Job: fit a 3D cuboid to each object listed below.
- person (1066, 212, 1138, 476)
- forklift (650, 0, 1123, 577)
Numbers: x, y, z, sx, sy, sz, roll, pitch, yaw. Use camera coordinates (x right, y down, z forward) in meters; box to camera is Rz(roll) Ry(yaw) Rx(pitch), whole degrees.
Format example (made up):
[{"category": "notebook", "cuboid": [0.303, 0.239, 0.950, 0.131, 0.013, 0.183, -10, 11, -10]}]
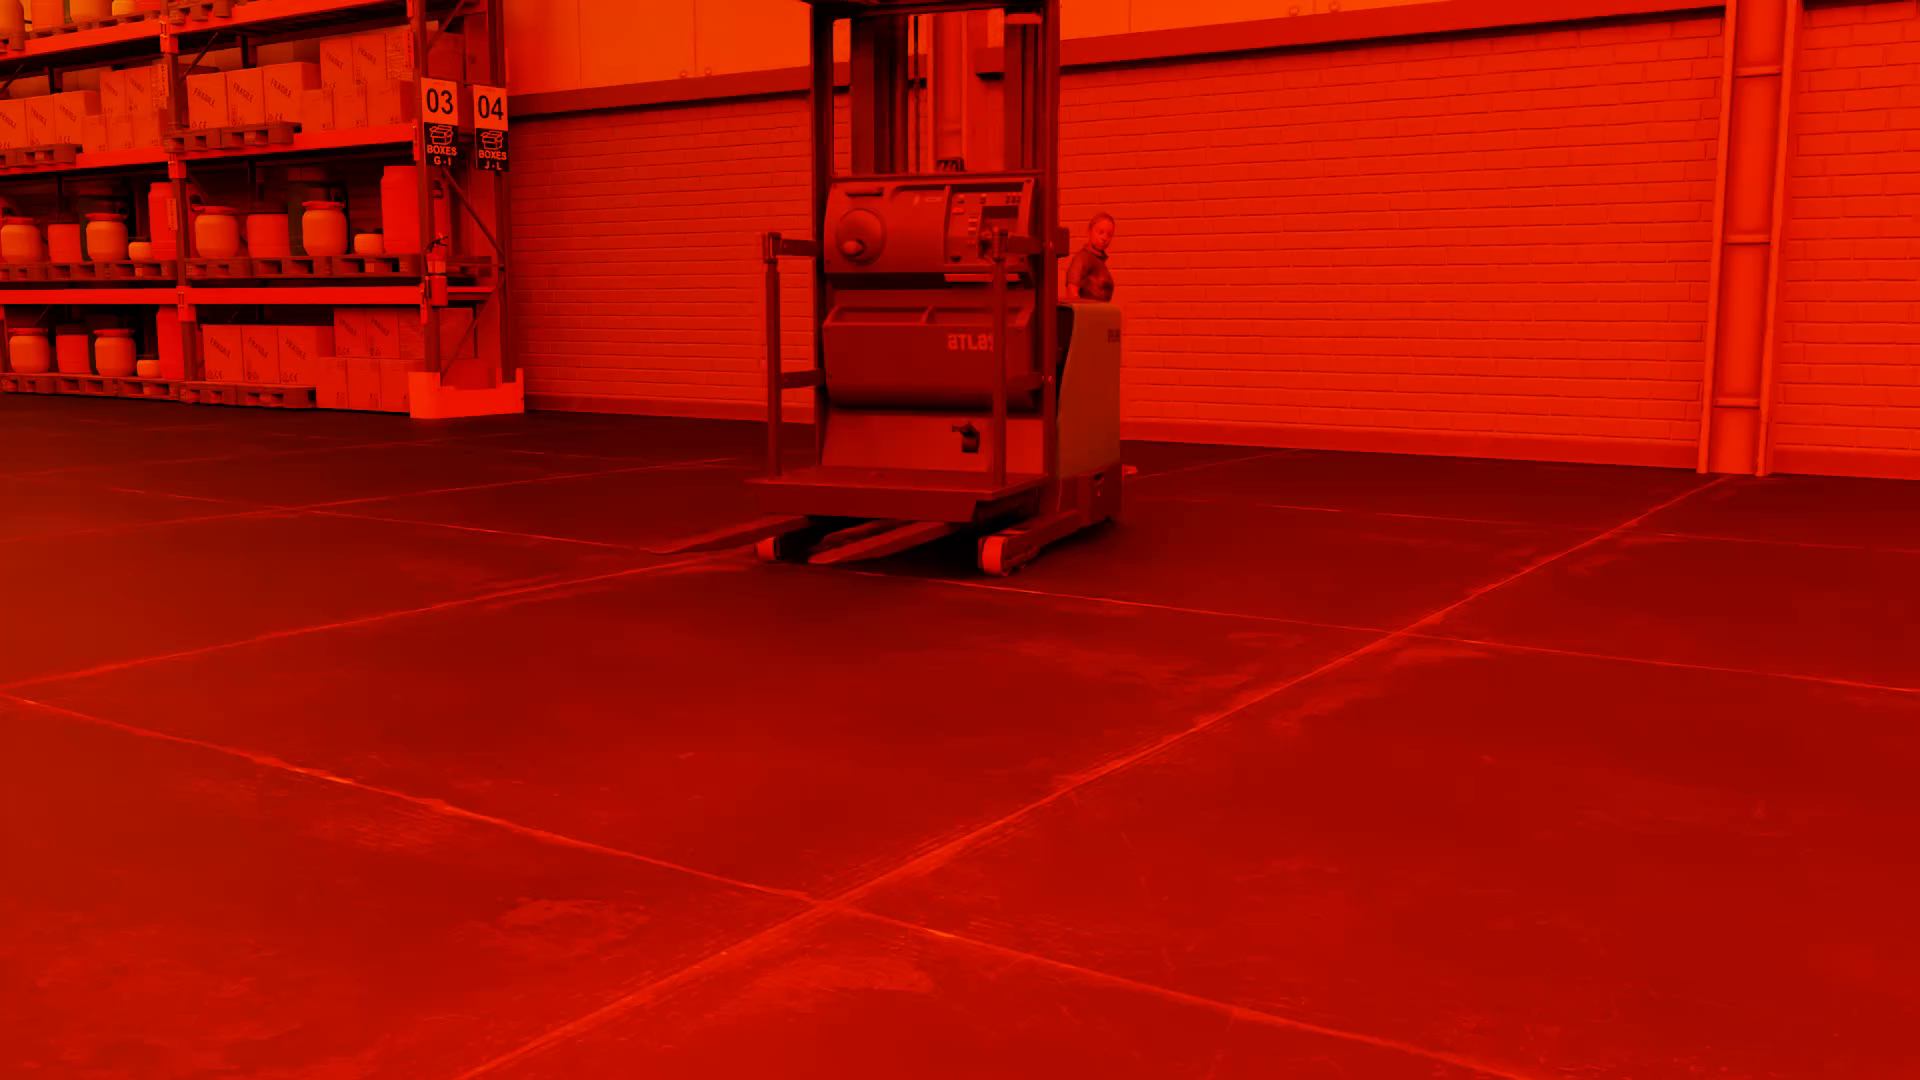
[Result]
[{"category": "person", "cuboid": [0.895, -1.234, 10.485, 0.471, 1.638, 0.664, 1, 8, 6]}, {"category": "forklift", "cuboid": [-0.211, -1.370, 6.827, 1.130, 2.935, 3.031, 3, 9, 21]}]
